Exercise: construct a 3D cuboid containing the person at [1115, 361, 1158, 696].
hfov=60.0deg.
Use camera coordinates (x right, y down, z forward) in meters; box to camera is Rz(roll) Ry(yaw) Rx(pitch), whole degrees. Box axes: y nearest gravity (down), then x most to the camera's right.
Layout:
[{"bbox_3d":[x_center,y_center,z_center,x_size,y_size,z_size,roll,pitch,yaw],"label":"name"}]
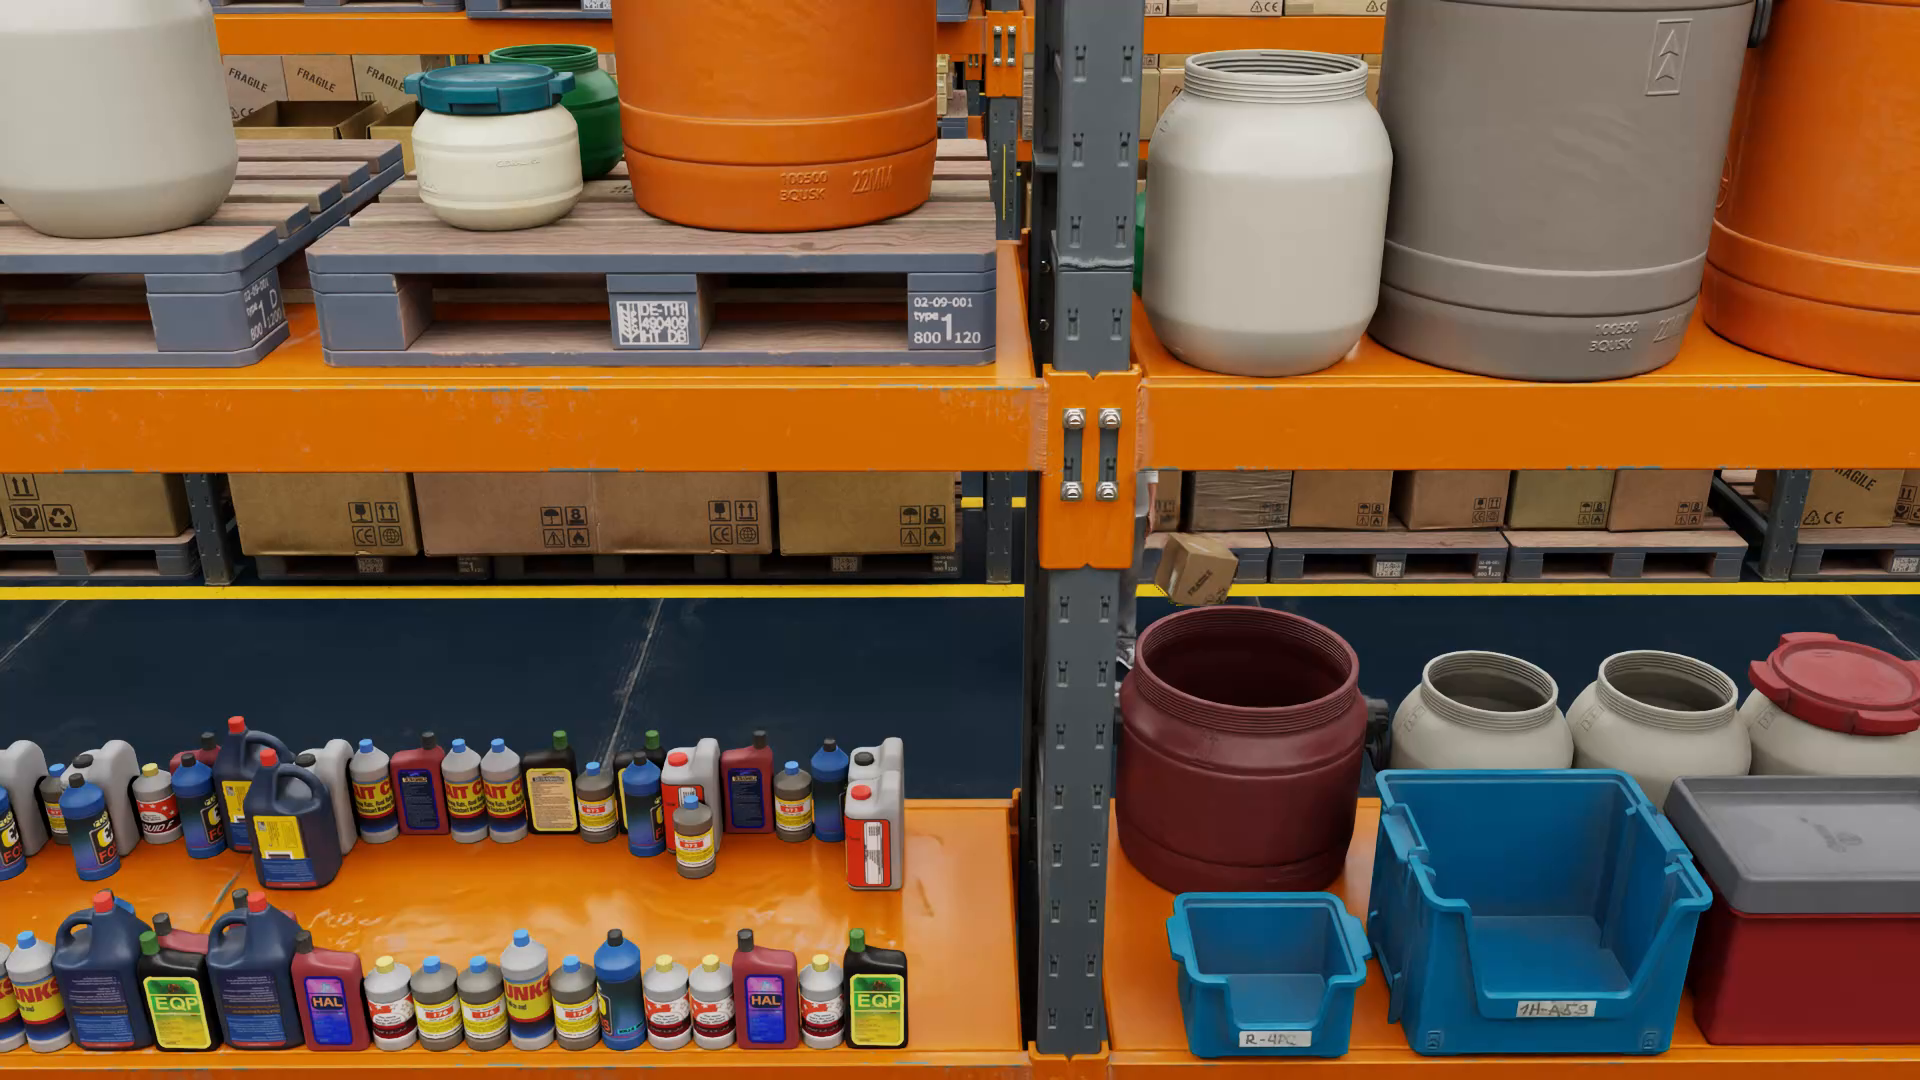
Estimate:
[{"bbox_3d":[0.695,-0.097,7.316,0.430,1.602,0.434,-10,26,-20],"label":"person"}]
